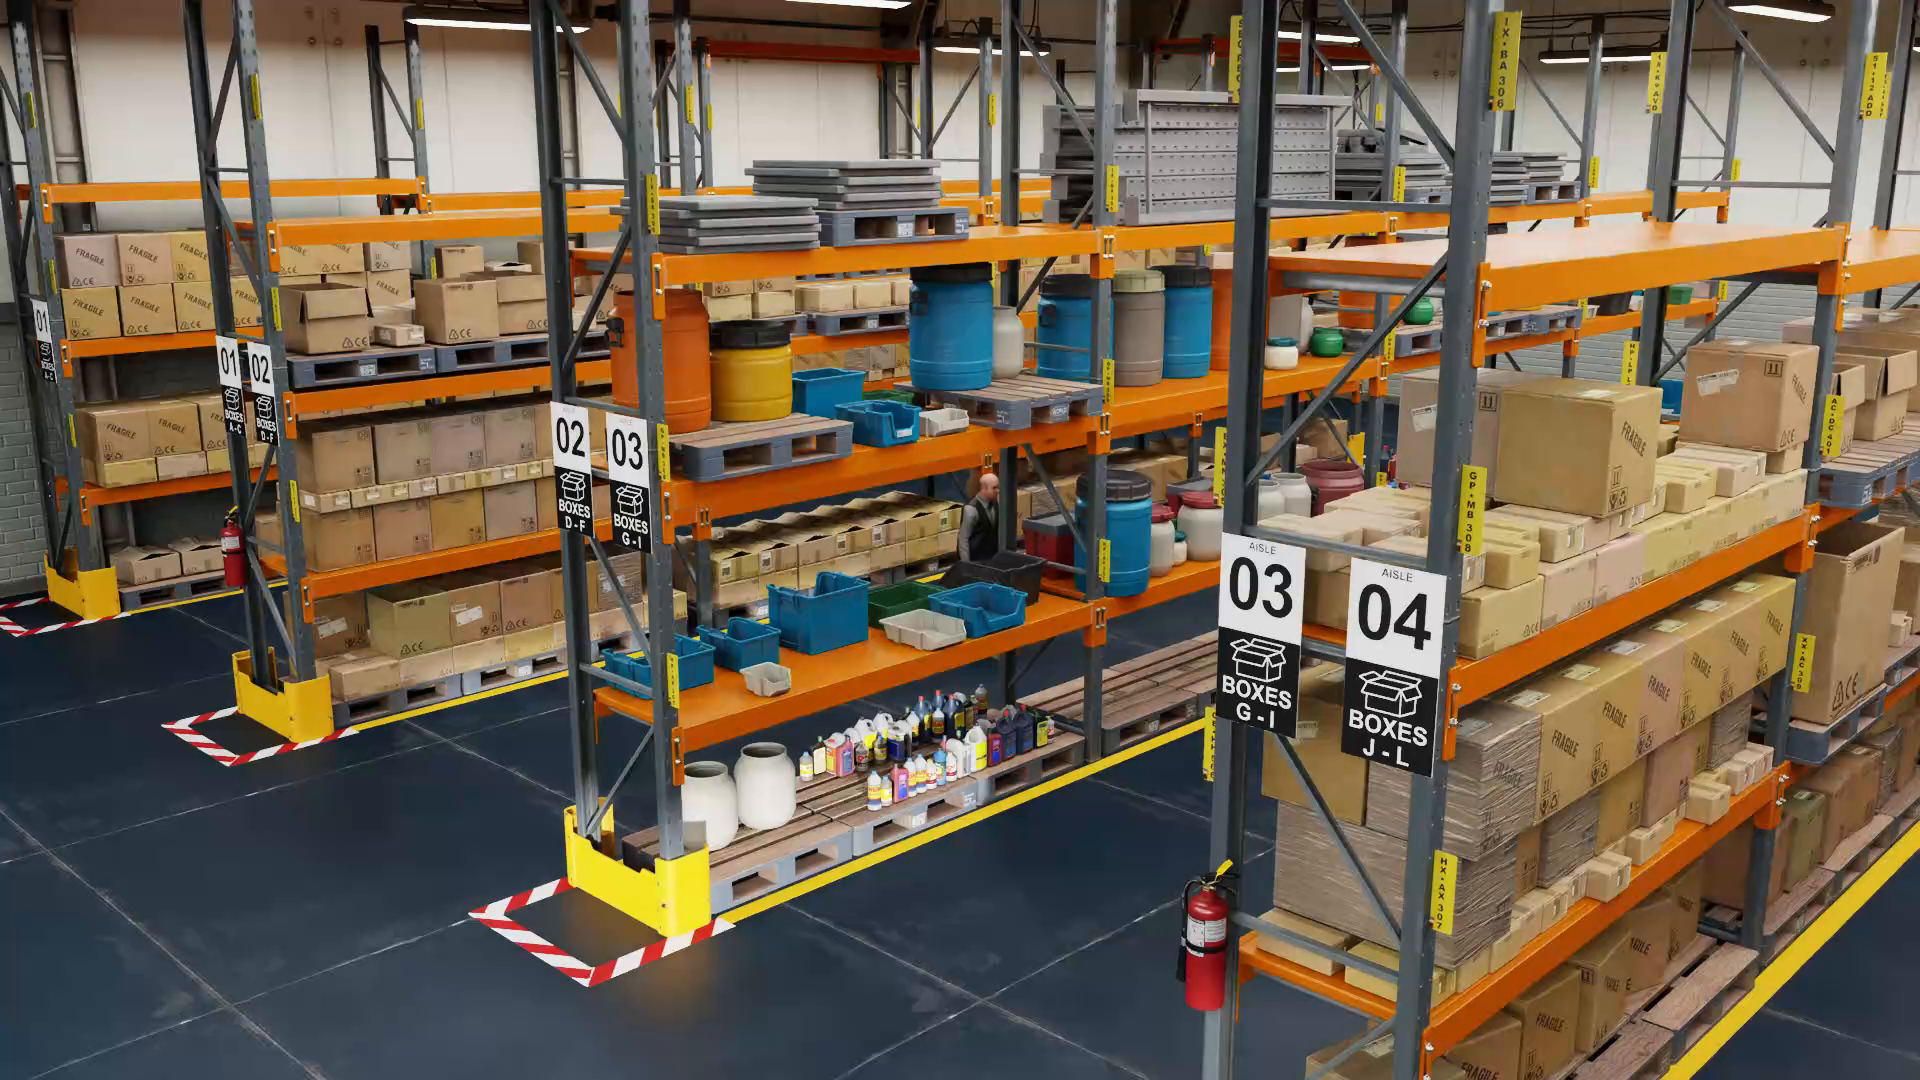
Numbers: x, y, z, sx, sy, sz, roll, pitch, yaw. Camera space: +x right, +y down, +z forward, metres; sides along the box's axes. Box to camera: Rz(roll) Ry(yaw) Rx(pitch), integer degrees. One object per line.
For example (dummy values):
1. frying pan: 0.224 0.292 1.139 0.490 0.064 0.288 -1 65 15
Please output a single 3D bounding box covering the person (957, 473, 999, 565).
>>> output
1. person: 0.201 0.211 15.677 0.427 1.719 0.582 12 18 40
